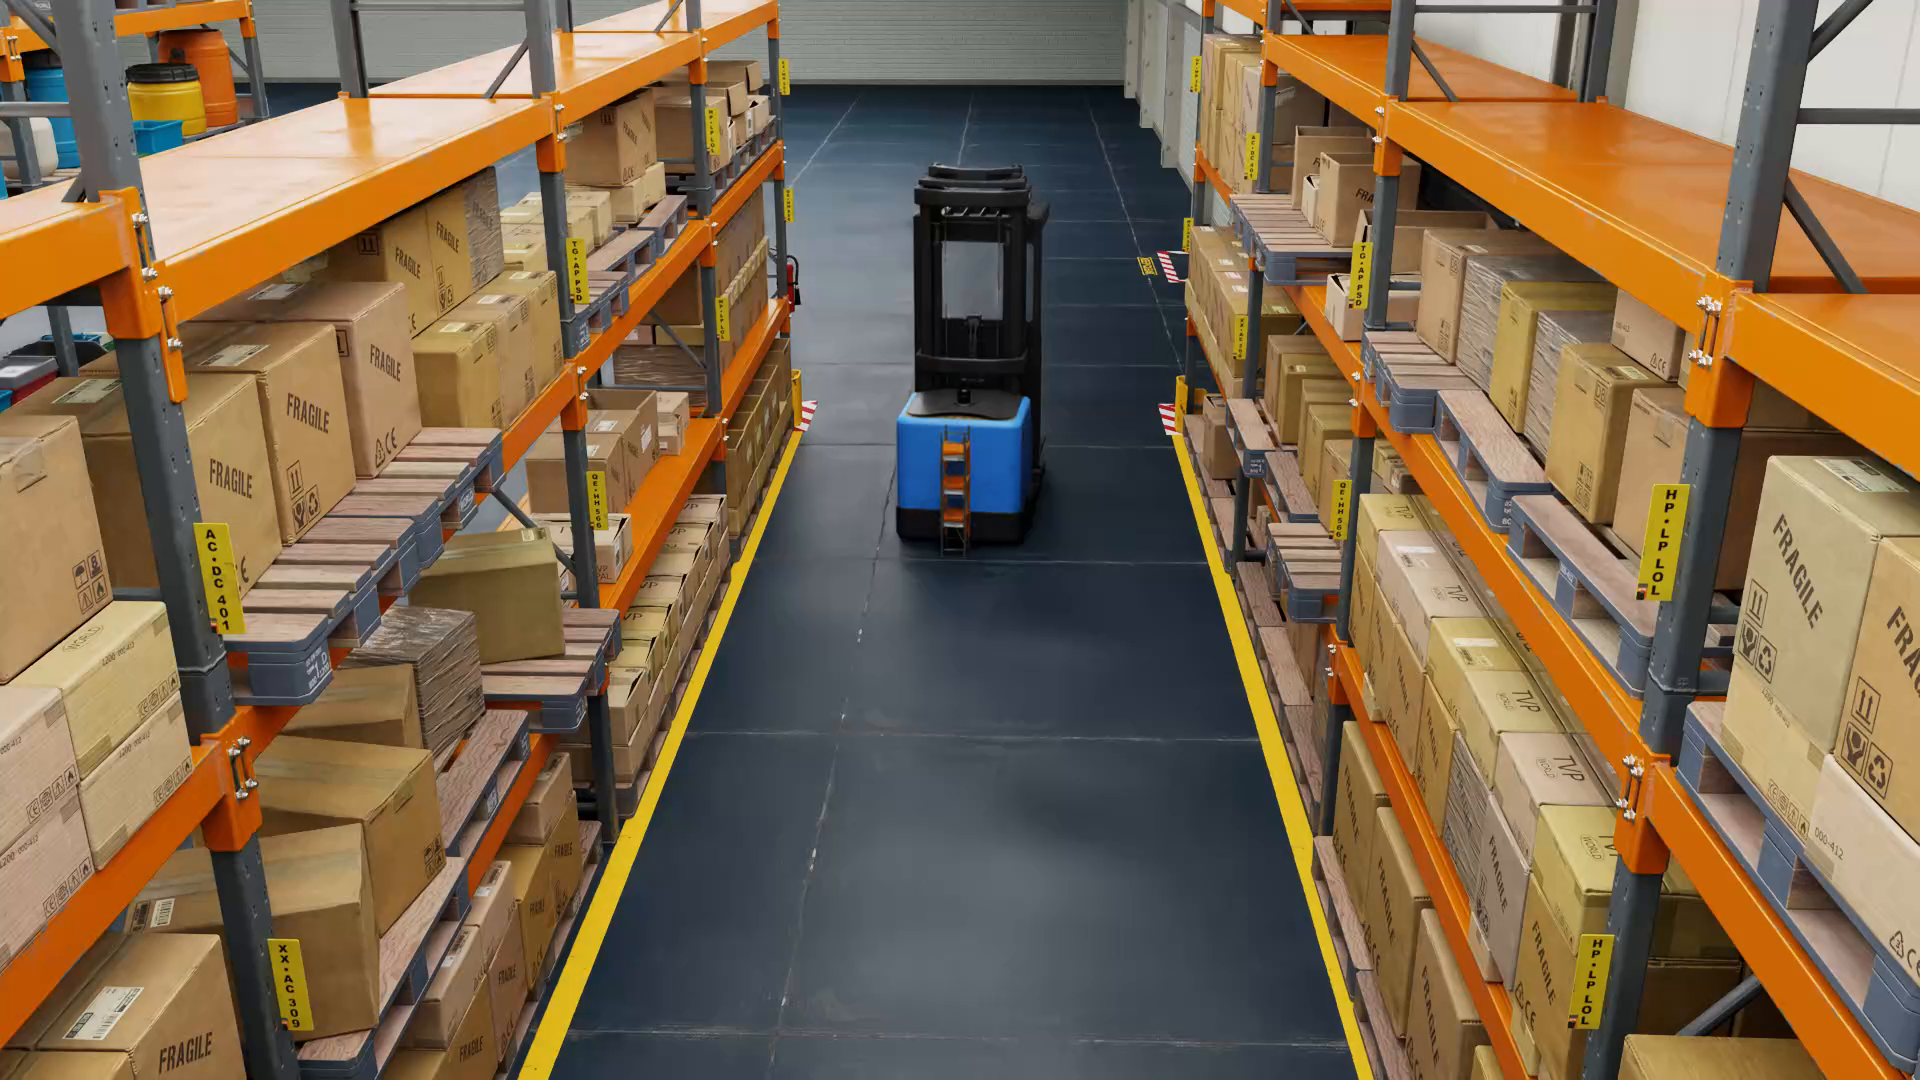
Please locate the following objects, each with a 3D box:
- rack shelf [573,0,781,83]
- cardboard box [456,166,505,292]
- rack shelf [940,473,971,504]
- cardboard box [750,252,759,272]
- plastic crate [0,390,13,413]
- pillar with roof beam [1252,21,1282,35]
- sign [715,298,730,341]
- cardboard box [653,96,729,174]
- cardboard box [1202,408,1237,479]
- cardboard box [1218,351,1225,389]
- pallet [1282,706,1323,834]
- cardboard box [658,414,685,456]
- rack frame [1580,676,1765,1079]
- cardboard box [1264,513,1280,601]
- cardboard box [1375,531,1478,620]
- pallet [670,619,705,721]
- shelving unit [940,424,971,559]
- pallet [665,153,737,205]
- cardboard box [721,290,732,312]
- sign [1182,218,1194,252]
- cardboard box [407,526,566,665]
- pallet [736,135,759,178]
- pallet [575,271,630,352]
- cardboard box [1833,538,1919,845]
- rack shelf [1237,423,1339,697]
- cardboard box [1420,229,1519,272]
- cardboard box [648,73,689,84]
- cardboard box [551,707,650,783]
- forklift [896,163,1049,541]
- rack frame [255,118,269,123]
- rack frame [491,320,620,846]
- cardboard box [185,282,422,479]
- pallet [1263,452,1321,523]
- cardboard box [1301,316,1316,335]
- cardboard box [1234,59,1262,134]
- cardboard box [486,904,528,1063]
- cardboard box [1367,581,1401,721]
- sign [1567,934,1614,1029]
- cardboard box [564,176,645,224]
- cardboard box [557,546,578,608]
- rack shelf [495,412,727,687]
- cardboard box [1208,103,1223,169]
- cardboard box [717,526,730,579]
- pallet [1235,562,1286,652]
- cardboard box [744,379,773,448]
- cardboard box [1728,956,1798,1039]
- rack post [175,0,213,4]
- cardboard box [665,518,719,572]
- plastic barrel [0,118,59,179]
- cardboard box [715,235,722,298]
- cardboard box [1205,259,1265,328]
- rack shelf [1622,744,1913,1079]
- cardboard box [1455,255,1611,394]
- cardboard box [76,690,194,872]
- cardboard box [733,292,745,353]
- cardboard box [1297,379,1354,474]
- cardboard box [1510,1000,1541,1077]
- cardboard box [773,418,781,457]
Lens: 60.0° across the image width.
[{"bbox_3d":[-2.261,-4.147,13.617,1.077,0.370,4.000,1,21,2],"label":"rack shelf"},{"bbox_3d":[-2.463,-1.456,7.761,0.500,0.500,0.500,1,21,2],"label":"cardboard box"},{"bbox_3d":[-0.037,-0.377,13.371,0.215,0.259,0.240,3,21,7],"label":"rack shelf"},{"bbox_3d":[-2.045,-2.526,15.150,0.380,0.149,0.250,1,21,2],"label":"cardboard box"},{"bbox_3d":[-6.995,-0.795,11.746,0.392,0.384,0.575,1,21,2],"label":"plastic crate"},{"bbox_3d":[-0.525,-7.293,20.178,9.100,9.000,0.400,1,21,2],"label":"pillar with roof beam"},{"bbox_3d":[-1.779,-1.649,12.435,0.100,0.325,0.005,1,21,2],"label":"sign"},{"bbox_3d":[-2.043,-3.034,12.436,0.500,0.500,0.500,2,21,6],"label":"cardboard box"},{"bbox_3d":[2.551,-0.862,14.743,0.700,0.500,0.500,-1,21,-2],"label":"cardboard box"},{"bbox_3d":[2.365,-1.390,13.437,0.500,0.250,0.500,1,21,2],"label":"cardboard box"},{"bbox_3d":[2.534,1.368,10.004,1.003,0.211,1.213,1,21,2],"label":"pallet"},{"bbox_3d":[-2.165,-0.766,11.836,0.396,0.266,0.258,0,21,0],"label":"cardboard box"},{"bbox_3d":[2.387,1.797,5.044,1.000,3.000,0.127,1,21,2],"label":"rack frame"},{"bbox_3d":[2.624,0.131,12.185,0.700,0.500,0.500,1,21,3],"label":"cardboard box"},{"bbox_3d":[2.221,0.162,7.644,0.500,0.250,0.500,0,21,1],"label":"cardboard box"},{"bbox_3d":[-2.339,0.860,11.313,1.003,0.211,1.213,1,21,2],"label":"pallet"},{"bbox_3d":[-0.037,-0.386,13.367,0.215,1.050,0.252,3,21,7],"label":"shelving unit"},{"bbox_3d":[-2.321,-2.814,12.905,1.003,0.211,1.213,1,21,2],"label":"pallet"},{"bbox_3d":[-2.090,-1.962,13.698,0.380,0.149,0.250,0,21,0],"label":"cardboard box"},{"bbox_3d":[2.209,-2.951,16.085,0.100,0.325,0.005,1,21,2],"label":"sign"},{"bbox_3d":[-2.350,0.284,8.225,0.700,0.500,0.500,-7,22,-16],"label":"cardboard box"},{"bbox_3d":[-2.281,-3.254,14.039,1.003,0.211,1.213,1,21,2],"label":"pallet"},{"bbox_3d":[-2.512,-1.259,9.035,1.213,0.211,1.003,2,21,4],"label":"pallet"},{"bbox_3d":[2.075,0.317,3.164,0.500,0.500,0.500,0,21,1],"label":"cardboard box"},{"bbox_3d":[2.569,-0.037,10.765,1.077,0.370,4.000,1,21,2],"label":"rack shelf"},{"bbox_3d":[2.760,-1.361,8.872,0.500,0.500,0.500,1,21,2],"label":"cardboard box"},{"bbox_3d":[-2.523,-3.704,14.162,0.500,0.500,0.500,1,21,2],"label":"cardboard box"},{"bbox_3d":[-2.134,1.198,9.810,0.500,0.250,0.500,1,21,1],"label":"cardboard box"},{"bbox_3d":[0.184,-1.853,14.546,1.130,2.935,3.031,3,21,7],"label":"forklift"},{"bbox_3d":[-7.151,-2.651,16.507,1.000,3.000,0.127,1,21,2],"label":"rack frame"},{"bbox_3d":[-2.443,0.298,8.909,1.000,3.000,0.127,1,21,2],"label":"rack frame"},{"bbox_3d":[-2.438,-0.607,6.237,0.600,0.600,0.600,0,21,0],"label":"cardboard box"},{"bbox_3d":[2.528,-0.276,10.652,1.003,0.211,1.213,1,21,2],"label":"pallet"},{"bbox_3d":[2.853,-1.552,12.819,0.500,0.500,0.500,0,21,0],"label":"cardboard box"},{"bbox_3d":[2.380,-3.400,12.742,0.500,0.500,0.500,2,21,5],"label":"cardboard box"},{"bbox_3d":[-2.263,1.976,7.432,0.500,0.500,0.500,0,21,0],"label":"cardboard box"},{"bbox_3d":[2.213,0.518,7.763,0.500,0.500,0.500,1,21,3],"label":"cardboard box"},{"bbox_3d":[1.844,1.292,4.855,0.100,0.325,0.005,1,21,2],"label":"sign"},{"bbox_3d":[-2.364,-2.252,10.959,0.500,0.250,0.500,-1,21,-4],"label":"cardboard box"},{"bbox_3d":[-2.388,0.208,9.262,0.500,0.311,0.500,2,21,5],"label":"cardboard box"},{"bbox_3d":[-2.382,-0.090,10.902,1.077,0.370,4.000,1,21,2],"label":"rack shelf"},{"bbox_3d":[2.428,-3.496,14.374,0.500,0.500,0.500,2,21,4],"label":"cardboard box"},{"bbox_3d":[-2.044,0.091,12.663,0.500,0.250,0.500,0,21,1],"label":"cardboard box"},{"bbox_3d":[2.608,0.486,12.278,1.003,0.211,1.213,1,21,2],"label":"pallet"},{"bbox_3d":[-1.951,-1.119,14.743,0.500,0.500,0.500,1,21,2],"label":"cardboard box"},{"bbox_3d":[2.653,1.439,5.390,0.500,0.500,0.500,0,21,0],"label":"cardboard box"},{"bbox_3d":[-7.301,-4.943,14.812,0.937,0.300,0.954,3,21,7],"label":"rack post"},{"bbox_3d":[-2.057,0.014,12.086,0.500,0.311,0.500,1,21,3],"label":"cardboard box"},{"bbox_3d":[-7.063,-3.004,12.537,0.421,0.512,0.421,0,21,0],"label":"plastic barrel"},{"bbox_3d":[-2.300,-2.143,13.268,0.700,0.500,0.500,1,21,1],"label":"cardboard box"},{"bbox_3d":[2.386,-2.109,14.255,0.500,0.500,0.500,1,21,3],"label":"cardboard box"},{"bbox_3d":[2.326,1.457,2.768,1.077,0.370,4.000,1,21,2],"label":"rack shelf"},{"bbox_3d":[2.587,-0.931,7.183,0.700,0.500,0.500,-1,21,-1],"label":"cardboard box"},{"bbox_3d":[-2.314,0.594,4.205,0.500,0.250,0.500,1,21,2],"label":"cardboard box"},{"bbox_3d":[-2.271,-1.913,14.468,0.700,0.500,0.500,1,21,3],"label":"cardboard box"},{"bbox_3d":[2.568,-0.723,10.793,0.700,0.500,0.500,4,21,9],"label":"cardboard box"},{"bbox_3d":[2.098,1.688,5.645,0.380,0.149,0.250,1,21,3],"label":"cardboard box"},{"bbox_3d":[-1.937,-0.950,15.345,0.500,0.250,0.500,1,21,2],"label":"cardboard box"}]
